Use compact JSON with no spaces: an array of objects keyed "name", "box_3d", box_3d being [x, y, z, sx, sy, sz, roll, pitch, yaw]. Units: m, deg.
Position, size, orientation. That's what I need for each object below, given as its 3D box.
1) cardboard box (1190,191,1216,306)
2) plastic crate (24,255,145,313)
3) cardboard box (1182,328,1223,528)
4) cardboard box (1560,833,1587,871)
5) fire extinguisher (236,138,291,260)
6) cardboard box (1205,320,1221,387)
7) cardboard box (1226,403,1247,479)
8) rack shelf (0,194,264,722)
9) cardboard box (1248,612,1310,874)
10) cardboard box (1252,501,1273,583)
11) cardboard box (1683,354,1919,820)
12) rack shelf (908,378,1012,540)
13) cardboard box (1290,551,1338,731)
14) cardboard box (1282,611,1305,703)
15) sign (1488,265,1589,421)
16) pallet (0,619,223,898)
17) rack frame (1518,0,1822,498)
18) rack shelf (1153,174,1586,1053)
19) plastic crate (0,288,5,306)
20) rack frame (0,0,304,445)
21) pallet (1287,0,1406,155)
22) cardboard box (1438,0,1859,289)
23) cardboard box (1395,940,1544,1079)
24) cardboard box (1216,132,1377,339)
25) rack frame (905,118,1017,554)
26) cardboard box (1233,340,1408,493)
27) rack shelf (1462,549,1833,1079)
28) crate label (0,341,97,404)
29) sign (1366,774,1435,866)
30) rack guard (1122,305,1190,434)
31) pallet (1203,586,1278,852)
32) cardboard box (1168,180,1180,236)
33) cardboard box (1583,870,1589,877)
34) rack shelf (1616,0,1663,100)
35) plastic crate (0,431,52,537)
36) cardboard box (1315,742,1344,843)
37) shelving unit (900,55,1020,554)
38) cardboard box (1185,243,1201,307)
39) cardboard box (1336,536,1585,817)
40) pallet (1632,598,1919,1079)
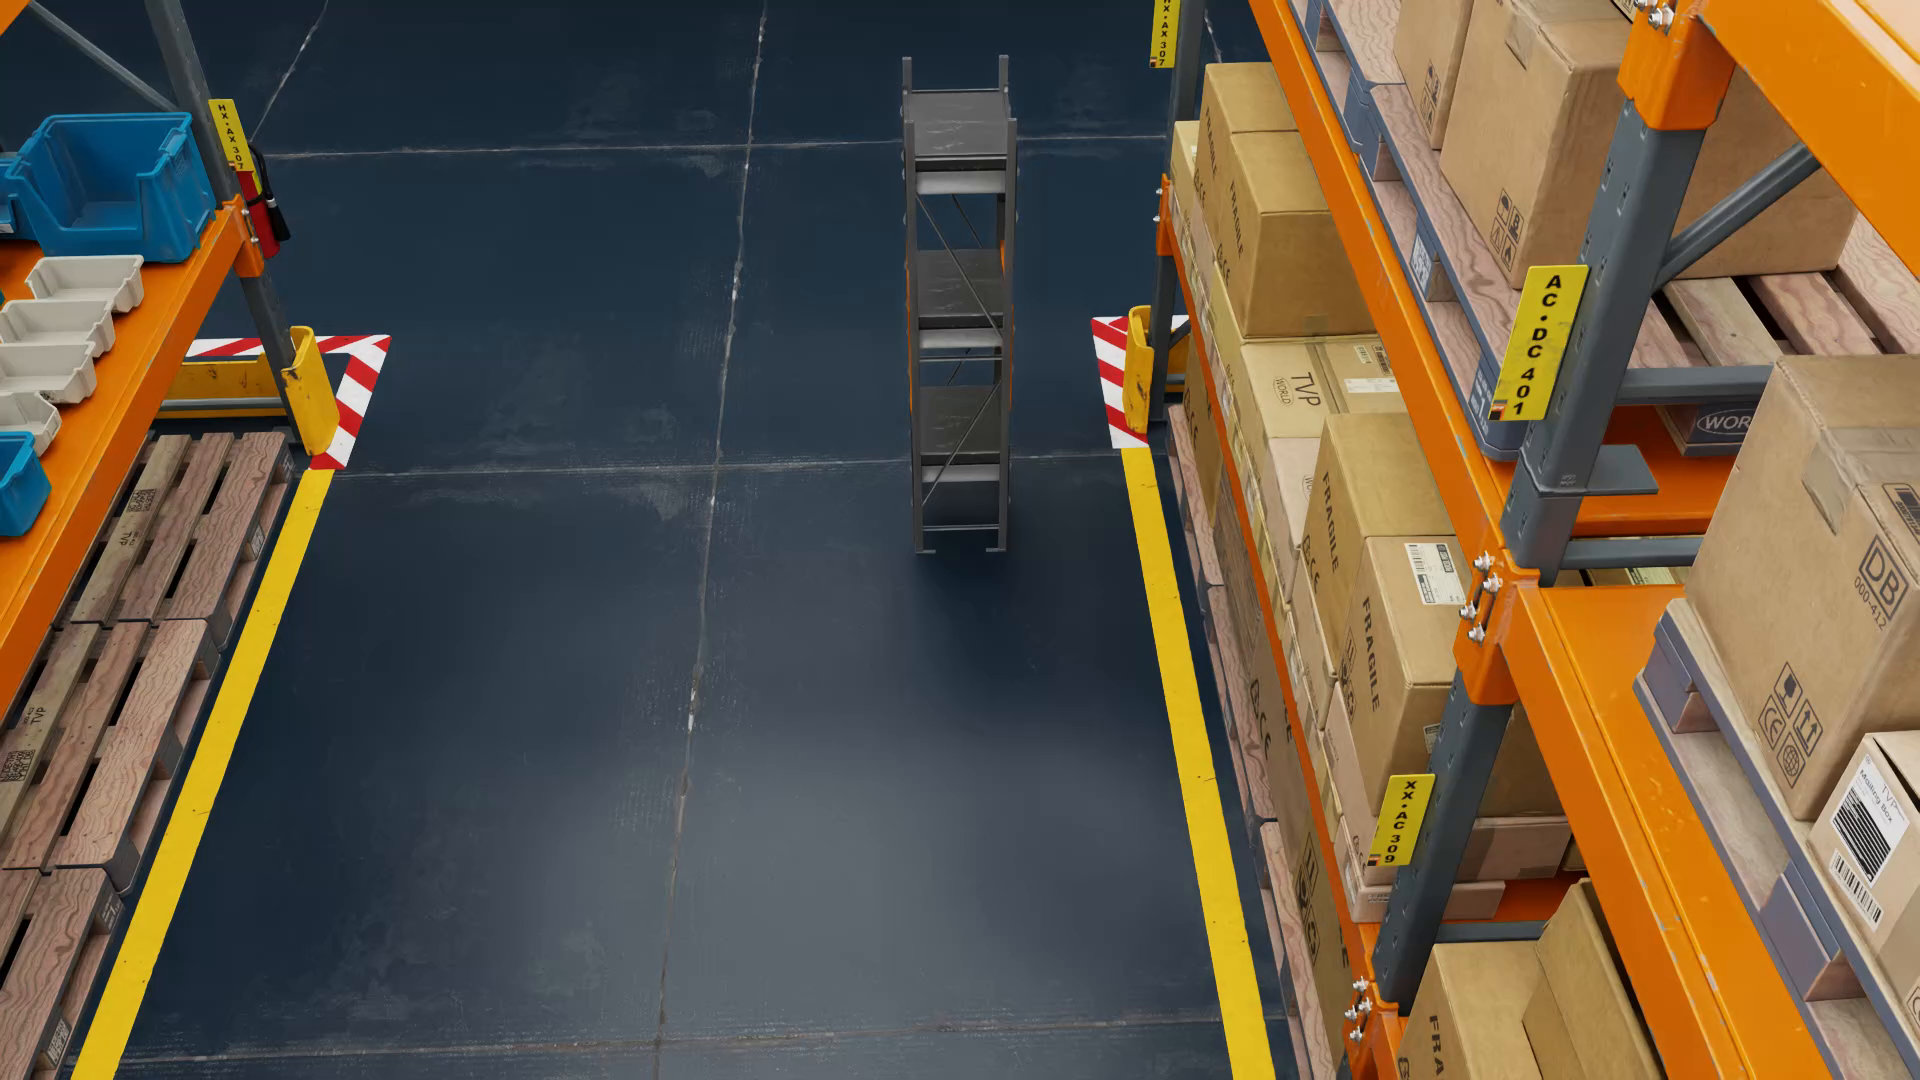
[{"name":"cardboard box","box_3d":[1.165,-1.101,6.272,0.500,0.250,0.500,-2,43,-2]},{"name":"plastic crate","box_3d":[-3.348,-0.966,6.385,0.396,0.136,0.243,-2,43,-2]},{"name":"cardboard box","box_3d":[1.492,-0.671,7.173,0.875,0.875,0.875,-2,43,-2]},{"name":"cardboard box","box_3d":[1.797,0.592,4.424,0.500,0.250,0.500,-2,43,-3]},{"name":"fire extinguisher","box_3d":[-3.116,-1.536,7.188,0.296,0.674,0.183,-2,43,-2]},{"name":"cardboard box","box_3d":[1.116,-0.694,6.122,0.380,0.149,0.250,-2,43,-3]},{"name":"cardboard box","box_3d":[1.137,-0.349,5.746,0.380,0.149,0.250,-3,43,-3]},{"name":"rack shelf","box_3d":[-3.478,0.029,5.681,1.077,0.370,4.000,-2,43,-2]},{"name":"cardboard box","box_3d":[1.569,0.544,5.847,0.875,0.875,0.875,-2,43,-2]},{"name":"cardboard box","box_3d":[1.160,0.000,5.366,0.380,0.149,0.250,-2,43,-2]},{"name":"cardboard box","box_3d":[1.590,0.065,2.504,0.700,0.500,0.500,-1,43,-1]},{"name":"rack shelf","box_3d":[-0.007,-0.360,7.294,0.431,0.518,0.480,-2,43,-2]},{"name":"cardboard box","box_3d":[1.250,0.277,4.768,0.500,0.250,0.500,0,43,-1]},{"name":"cardboard box","box_3d":[1.182,0.347,4.987,0.380,0.149,0.250,-1,43,-1]},{"name":"sign","box_3d":[1.001,-0.337,2.886,0.100,0.325,0.005,-2,43,-2]},{"name":"pallet","box_3d":[-3.518,0.821,6.348,1.003,0.211,1.213,-2,43,-2]},{"name":"rack frame","box_3d":[1.555,-1.240,2.093,1.000,3.000,0.127,-2,43,-2]},{"name":"rack shelf","box_3d":[1.470,-0.114,5.836,1.077,0.370,4.000,-2,43,-2]},{"name":"plastic crate","box_3d":[-3.854,-0.927,6.270,0.416,0.233,0.300,-2,43,-2]},{"name":"rack frame","box_3d":[-3.563,-1.587,6.911,1.000,3.000,0.127,-2,43,-2]},{"name":"pallet","box_3d":[1.482,-1.476,4.636,1.003,0.211,1.213,-2,43,-2]},{"name":"cardboard box","box_3d":[1.462,-0.889,3.471,0.700,0.500,0.500,-4,43,-4]},{"name":"cardboard box","box_3d":[1.325,1.252,3.740,0.500,0.500,0.500,-2,43,-2]},{"name":"cardboard box","box_3d":[1.185,-1.041,5.651,0.500,0.500,0.500,-3,43,-3]},{"name":"rack frame","box_3d":[0.003,-0.721,6.632,0.400,2.100,0.015,-2,43,-2]},{"name":"cardboard box","box_3d":[1.210,-0.409,5.517,0.500,0.250,0.500,-2,43,-3]},{"name":"rack shelf","box_3d":[1.640,1.481,1.876,1.077,0.370,4.000,-2,43,-2]},{"name":"crate label","box_3d":[-3.314,-0.583,5.967,0.396,0.136,0.243,-2,43,-2]},{"name":"sign","box_3d":[1.001,0.640,3.782,0.100,0.325,0.005,-2,43,-2]},{"name":"rack guard","box_3d":[1.384,-0.824,7.928,1.175,0.500,0.348,-2,43,-2]},{"name":"pallet","box_3d":[1.546,0.658,6.525,1.003,0.211,1.213,-2,43,-2]},{"name":"cardboard box","box_3d":[1.071,-1.387,6.879,0.380,0.149,0.250,-1,43,-1]},{"name":"cardboard box","box_3d":[1.875,0.855,4.433,0.380,0.149,0.250,-2,43,-2]},{"name":"rack shelf","box_3d":[1.470,-2.178,3.944,1.077,0.370,4.000,-2,43,-2]},{"name":"plastic crate","box_3d":[-3.220,-0.168,5.443,0.416,0.233,0.300,-2,43,-2]},{"name":"cardboard box","box_3d":[1.204,0.694,4.609,0.380,0.149,0.250,-1,43,-1]},{"name":"shelving unit","box_3d":[-0.007,-0.886,6.812,0.431,2.100,0.503,-2,43,-2]},{"name":"cardboard box","box_3d":[1.094,-1.041,6.502,0.380,0.149,0.250,-3,43,-3]},{"name":"cardboard box","box_3d":[1.268,0.338,4.147,0.500,0.500,0.500,-1,43,-1]},{"name":"pallet","box_3d":[1.643,0.554,2.497,0.805,0.209,1.217,-3,43,-4]}]
